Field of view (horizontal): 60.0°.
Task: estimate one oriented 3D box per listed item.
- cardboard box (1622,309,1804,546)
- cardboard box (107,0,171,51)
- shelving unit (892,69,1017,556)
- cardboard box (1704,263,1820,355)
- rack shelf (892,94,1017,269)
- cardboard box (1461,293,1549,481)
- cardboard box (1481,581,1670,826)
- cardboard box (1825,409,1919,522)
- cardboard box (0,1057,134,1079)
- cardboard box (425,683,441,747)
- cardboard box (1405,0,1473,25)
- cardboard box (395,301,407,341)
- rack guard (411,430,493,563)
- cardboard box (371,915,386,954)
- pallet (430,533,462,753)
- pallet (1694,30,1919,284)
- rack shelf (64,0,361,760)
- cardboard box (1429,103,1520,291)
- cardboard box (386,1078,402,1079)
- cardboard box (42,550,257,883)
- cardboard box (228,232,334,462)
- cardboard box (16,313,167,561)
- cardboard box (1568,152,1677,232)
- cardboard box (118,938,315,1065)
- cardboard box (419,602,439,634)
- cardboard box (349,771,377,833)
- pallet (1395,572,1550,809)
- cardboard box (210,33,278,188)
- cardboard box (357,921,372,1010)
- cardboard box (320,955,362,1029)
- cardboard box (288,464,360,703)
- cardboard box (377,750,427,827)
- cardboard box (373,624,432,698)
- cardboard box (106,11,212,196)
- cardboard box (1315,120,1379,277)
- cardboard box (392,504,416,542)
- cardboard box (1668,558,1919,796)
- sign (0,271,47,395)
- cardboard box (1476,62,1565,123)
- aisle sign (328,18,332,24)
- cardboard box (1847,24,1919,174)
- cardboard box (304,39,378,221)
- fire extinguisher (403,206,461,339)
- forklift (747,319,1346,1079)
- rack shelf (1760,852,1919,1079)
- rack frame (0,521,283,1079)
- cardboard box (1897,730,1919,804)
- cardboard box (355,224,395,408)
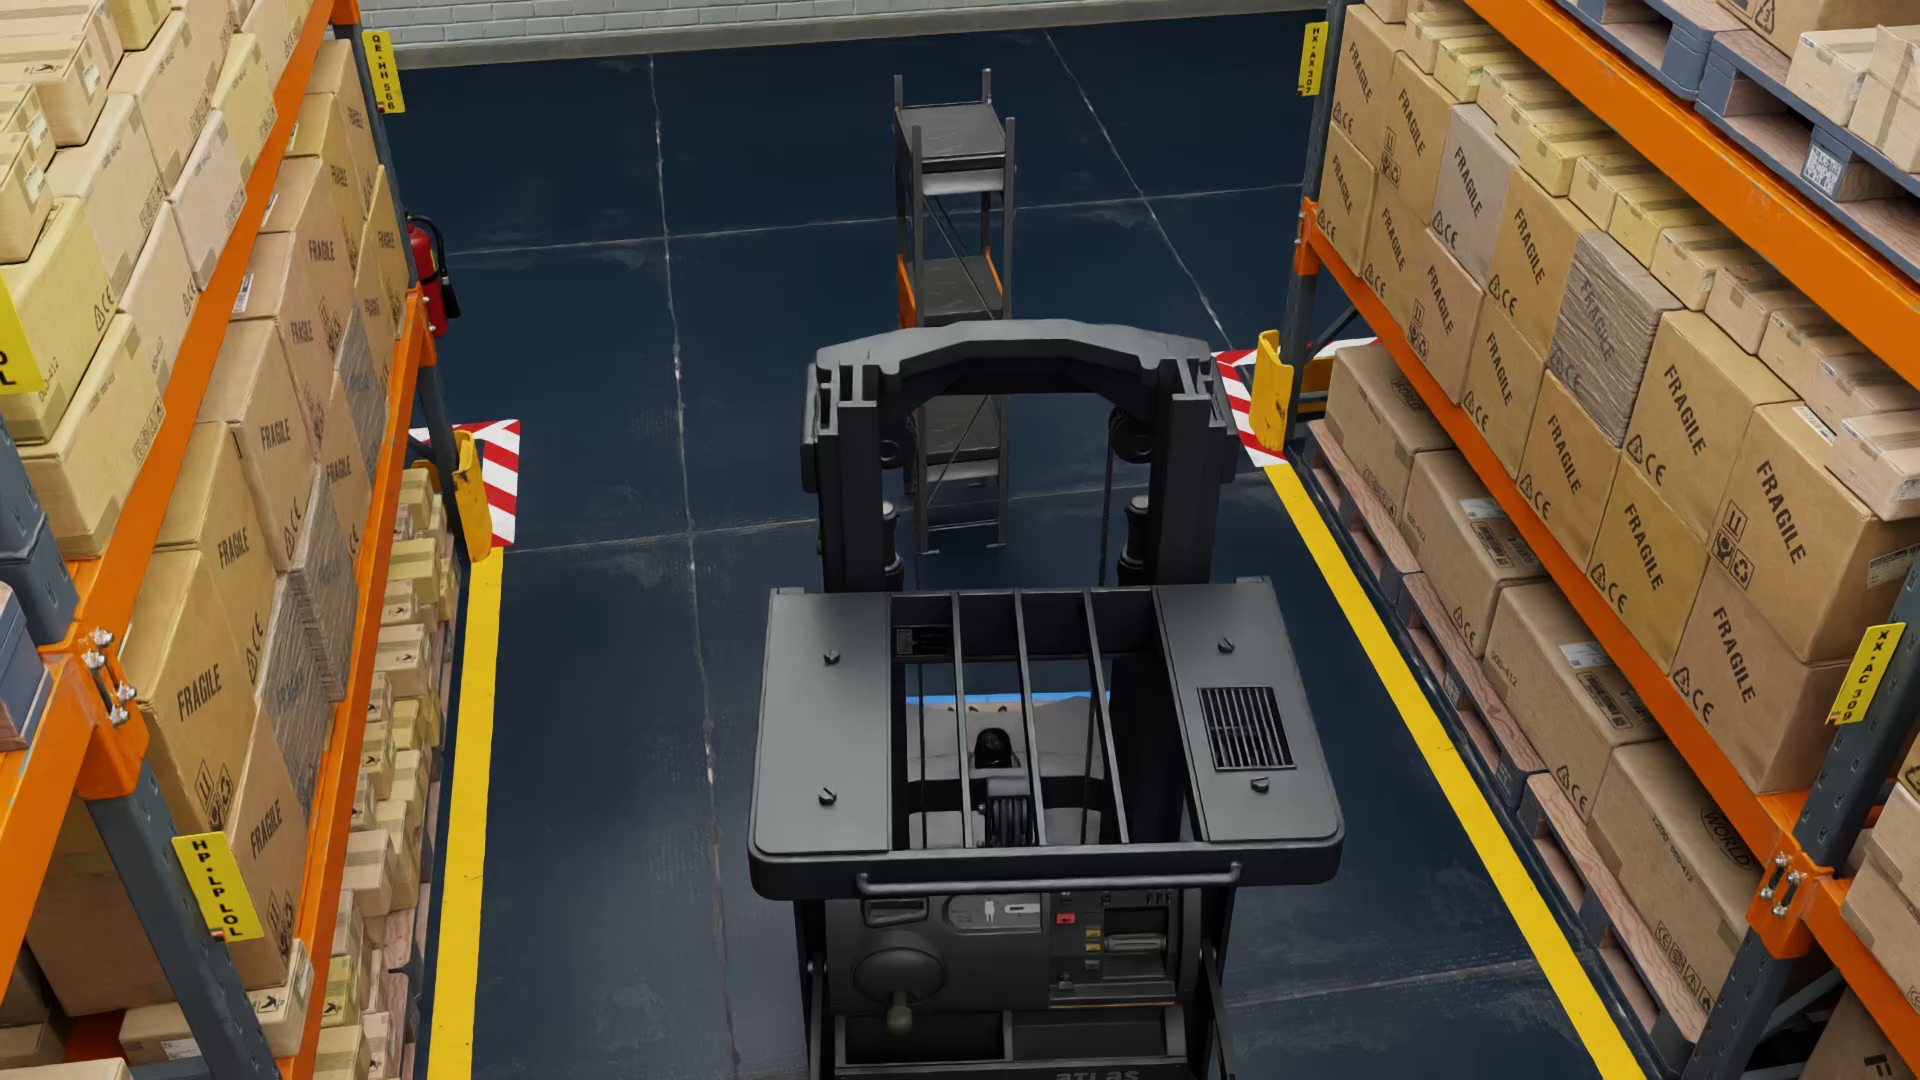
[{"bbox_3d":[2.345,-0.351,4.860,0.500,0.500,0.500,-7,38,-9],"label":"cardboard box"},{"bbox_3d":[-2.071,-1.242,3.848,0.380,0.149,0.250,-4,38,-6],"label":"cardboard box"},{"bbox_3d":[-0.029,-0.929,7.235,0.431,2.100,0.503,-6,38,-8],"label":"shelving unit"},{"bbox_3d":[2.377,-0.670,4.742,0.380,0.149,0.250,-7,38,-8],"label":"cardboard box"},{"bbox_3d":[-0.029,-1.471,6.813,0.431,0.518,0.480,-6,38,-8],"label":"rack shelf"},{"bbox_3d":[2.172,-0.576,5.965,0.500,0.500,0.500,-5,38,-6],"label":"cardboard box"},{"bbox_3d":[2.618,0.561,6.330,0.875,0.438,0.875,-7,38,-9],"label":"cardboard box"},{"bbox_3d":[2.413,-0.196,4.132,0.380,0.149,0.250,-7,38,-9],"label":"cardboard box"},{"bbox_3d":[-1.813,1.159,3.190,0.380,0.149,0.250,-5,38,-6],"label":"cardboard box"},{"bbox_3d":[-2.210,0.687,6.402,0.380,0.149,0.250,-8,39,-10],"label":"cardboard box"},{"bbox_3d":[1.985,-2.066,6.539,0.380,0.149,0.250,-5,38,-7],"label":"cardboard box"},{"bbox_3d":[-2.441,-0.911,6.682,0.380,0.149,0.250,-6,38,-8],"label":"cardboard box"},{"bbox_3d":[-2.763,-0.144,7.527,1.175,0.500,0.348,-6,38,-8],"label":"rack guard"},{"bbox_3d":[-2.140,1.333,5.571,0.380,0.149,0.250,-8,39,-10],"label":"cardboard box"},{"bbox_3d":[-2.656,0.465,6.979,1.003,0.211,1.213,-6,38,-8],"label":"pallet"},{"bbox_3d":[2.647,-0.999,4.218,1.003,0.211,1.213,-6,38,-8],"label":"pallet"},{"bbox_3d":[-2.426,-0.869,4.565,1.077,0.370,4.000,-6,38,-8],"label":"rack shelf"},{"bbox_3d":[2.078,-1.262,6.033,0.500,0.500,0.500,-7,38,-8],"label":"cardboard box"},{"bbox_3d":[-1.870,1.784,4.990,0.380,0.149,0.250,-5,38,-7],"label":"cardboard box"},{"bbox_3d":[-1.915,0.389,3.665,0.500,0.500,0.500,-5,38,-7],"label":"cardboard box"},{"bbox_3d":[-2.167,-0.540,4.862,0.500,0.500,0.500,-7,38,-10],"label":"cardboard box"},{"bbox_3d":[-1.897,-0.194,3.232,0.500,0.250,0.500,-4,38,-6],"label":"cardboard box"},{"bbox_3d":[2.193,-1.122,5.324,0.380,0.149,0.250,-6,38,-8],"label":"cardboard box"},{"bbox_3d":[-1.803,1.132,4.052,0.380,0.149,0.250,-5,38,-6],"label":"cardboard box"},{"bbox_3d":[-2.310,0.268,6.699,0.380,0.149,0.250,-8,39,-10],"label":"cardboard box"},{"bbox_3d":[-2.176,0.941,5.591,0.380,0.149,0.250,-8,39,-10],"label":"cardboard box"},{"bbox_3d":[2.507,0.541,6.882,1.003,0.211,1.213,-6,38,-8],"label":"pallet"},{"bbox_3d":[-2.154,-1.128,4.434,0.500,0.250,0.500,-5,38,-6],"label":"cardboard box"},{"bbox_3d":[-2.079,1.379,5.269,0.380,0.149,0.250,-8,39,-10],"label":"cardboard box"},{"bbox_3d":[-2.015,1.414,4.982,0.380,0.149,0.250,-7,38,-9],"label":"cardboard box"},{"bbox_3d":[-2.061,0.150,4.788,0.500,0.500,0.500,-7,38,-9],"label":"cardboard box"},{"bbox_3d":[-2.105,0.899,5.886,0.380,0.149,0.250,-6,38,-7],"label":"cardboard box"},{"bbox_3d":[-2.192,0.461,6.208,0.380,0.149,0.250,-5,38,-6],"label":"cardboard box"},{"bbox_3d":[-2.081,-1.007,3.870,0.500,0.250,0.500,-6,38,-7],"label":"cardboard box"},{"bbox_3d":[1.880,-1.489,7.140,0.500,0.500,0.500,-7,38,-8],"label":"cardboard box"},{"bbox_3d":[-2.447,-0.001,6.803,0.380,0.149,0.250,-6,38,-7],"label":"cardboard box"},{"bbox_3d":[2.447,0.354,4.768,0.500,0.500,0.500,-6,38,-8],"label":"cardboard box"},{"bbox_3d":[-1.530,-0.367,2.590,0.100,0.325,0.005,-6,38,-8],"label":"sign"},{"bbox_3d":[2.079,-1.586,5.922,0.380,0.149,0.250,-6,38,-8],"label":"cardboard box"},{"bbox_3d":[-2.494,-2.280,6.120,0.394,0.787,0.004,-6,38,-8],"label":"aisle sign"},{"bbox_3d":[2.353,-1.042,3.887,0.396,0.266,0.258,-5,38,-6],"label":"cardboard box"},{"bbox_3d":[-2.452,-1.479,6.069,0.500,0.500,0.500,-7,38,-9],"label":"cardboard box"},{"bbox_3d":[-2.367,-1.201,7.217,0.296,0.674,0.183,-6,38,-8],"label":"fire extinguisher"},{"bbox_3d":[0.144,1.087,3.962,1.130,2.935,3.031,-1,38,-2],"label":"forklift"},{"bbox_3d":[3.131,2.138,3.139,1.077,0.370,4.000,-6,38,-8],"label":"rack shelf"},{"bbox_3d":[-2.076,1.239,3.710,1.000,3.000,0.127,-6,38,-8],"label":"rack frame"},{"bbox_3d":[2.574,0.508,3.754,0.500,0.500,0.500,-6,38,-7],"label":"cardboard box"},{"bbox_3d":[-2.359,-0.778,5.983,0.500,0.500,0.500,-7,38,-9],"label":"cardboard box"}]
